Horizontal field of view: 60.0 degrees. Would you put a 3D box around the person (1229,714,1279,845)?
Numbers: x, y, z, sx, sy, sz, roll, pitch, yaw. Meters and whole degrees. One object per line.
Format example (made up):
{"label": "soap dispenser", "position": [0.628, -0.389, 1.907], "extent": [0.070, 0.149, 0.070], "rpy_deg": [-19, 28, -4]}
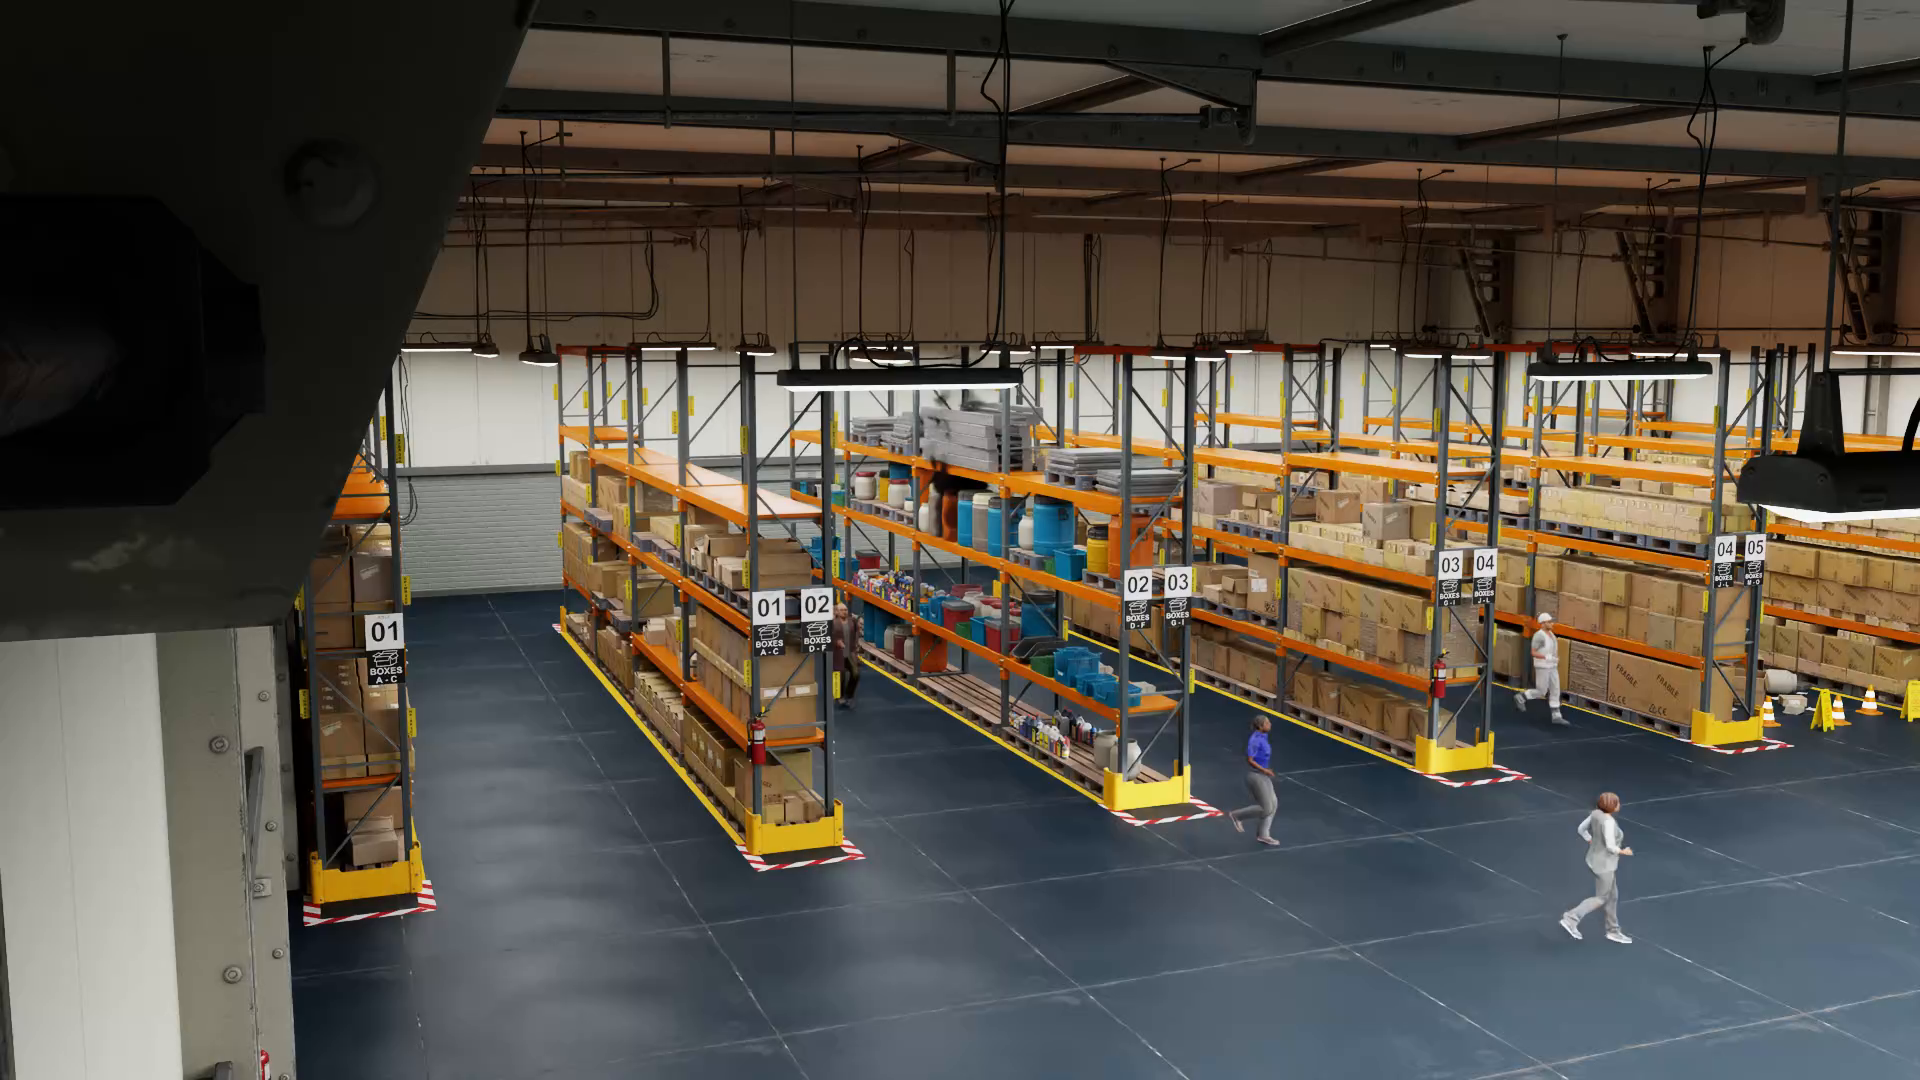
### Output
{"label": "person", "position": [3.647, 2.947, 20.516], "extent": [0.612, 1.635, 0.614], "rpy_deg": [2, 8, 19]}

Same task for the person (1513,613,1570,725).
{"label": "person", "position": [9.393, 2.051, 26.711], "extent": [0.627, 1.768, 0.971], "rpy_deg": [-6, 10, -40]}

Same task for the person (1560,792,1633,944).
{"label": "person", "position": [6.575, 3.376, 17.126], "extent": [0.774, 1.611, 0.563], "rpy_deg": [0, 7, 1]}

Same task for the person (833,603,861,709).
{"label": "person", "position": [-1.925, 1.946, 27.744], "extent": [0.681, 1.796, 0.774], "rpy_deg": [-3, 8, -21]}
